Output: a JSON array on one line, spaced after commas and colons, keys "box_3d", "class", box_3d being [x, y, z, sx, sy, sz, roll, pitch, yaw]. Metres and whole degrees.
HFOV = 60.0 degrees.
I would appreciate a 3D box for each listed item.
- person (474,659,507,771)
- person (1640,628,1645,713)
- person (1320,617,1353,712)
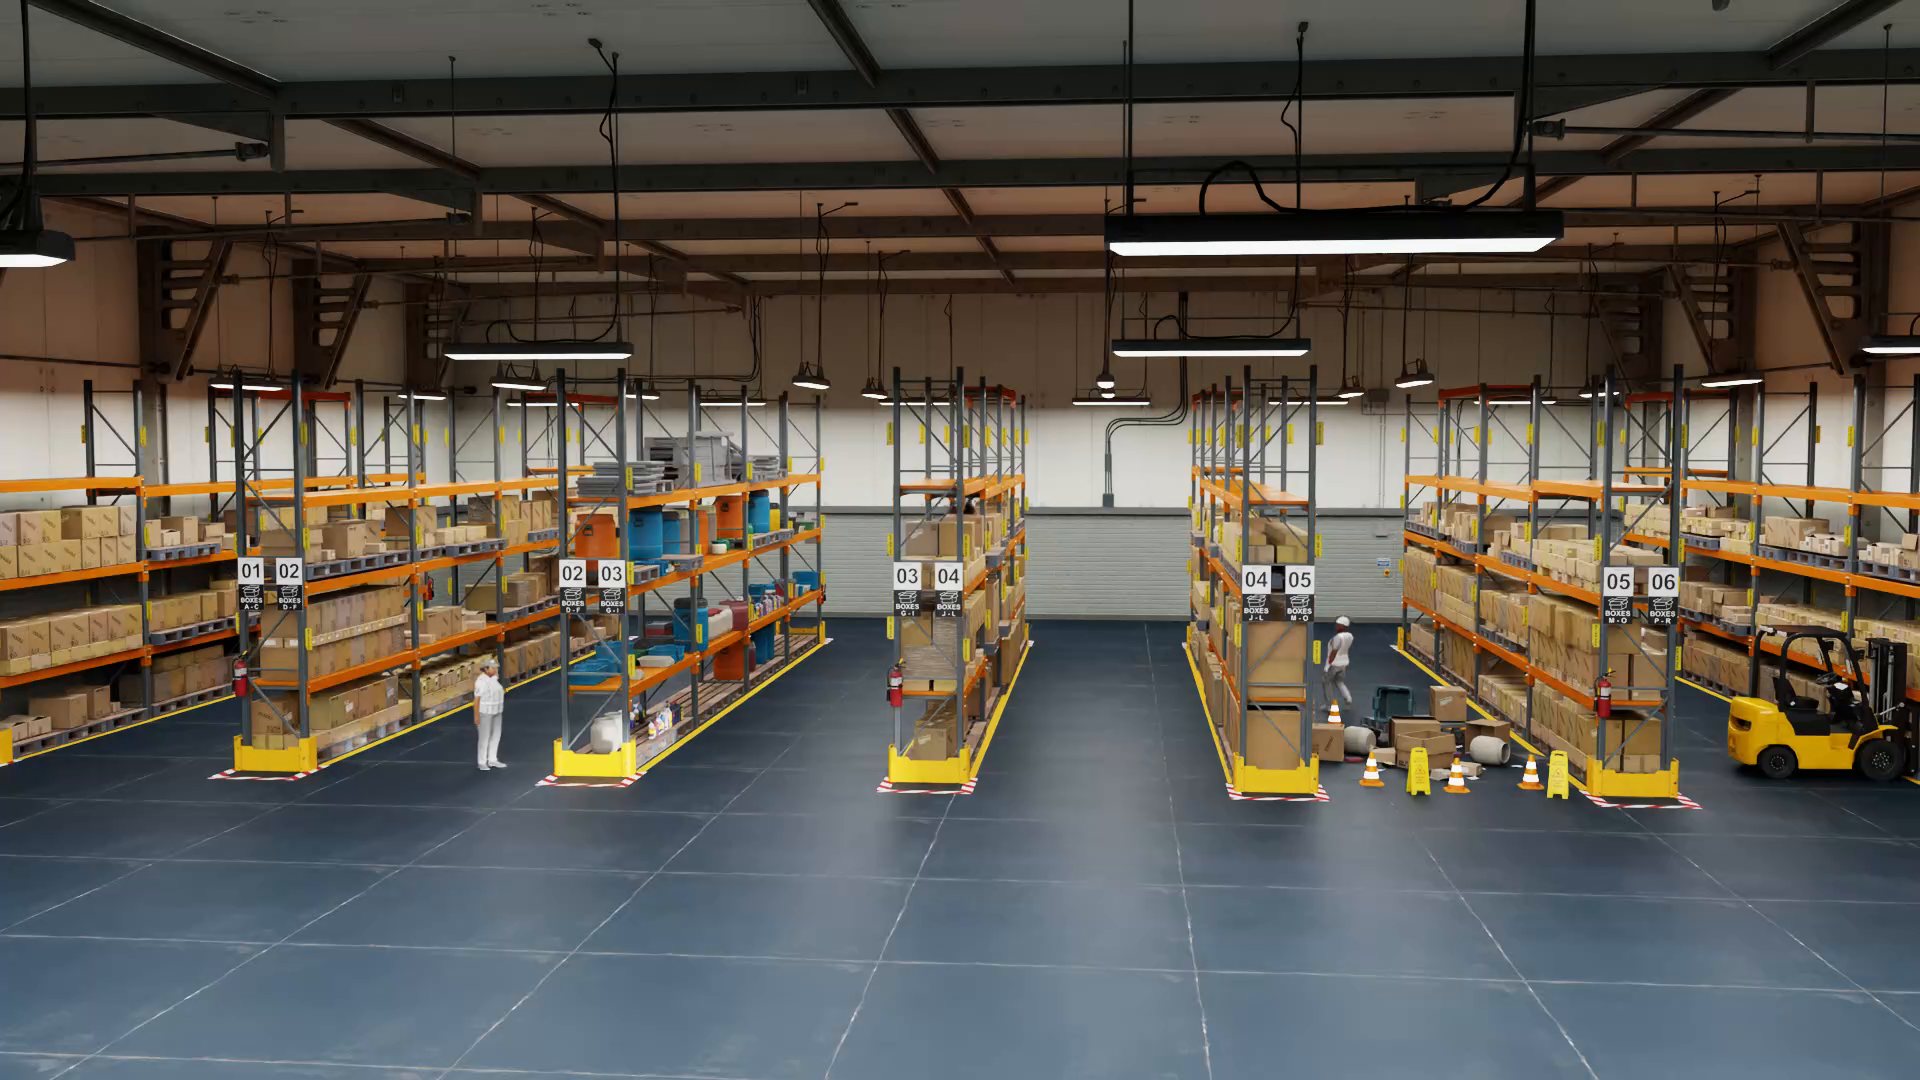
[{"box_3d": [-7.085, 2.619, 25.045, 0.390, 1.671, 0.568, 1, 4, 21], "class": "person"}, {"box_3d": [11.413, 2.362, 28.168, 0.601, 1.797, 0.437, -3, 4, -37], "class": "person"}, {"box_3d": [6.813, 2.261, 30.281, 0.613, 1.750, 0.626, -2, 4, -33], "class": "person"}]
